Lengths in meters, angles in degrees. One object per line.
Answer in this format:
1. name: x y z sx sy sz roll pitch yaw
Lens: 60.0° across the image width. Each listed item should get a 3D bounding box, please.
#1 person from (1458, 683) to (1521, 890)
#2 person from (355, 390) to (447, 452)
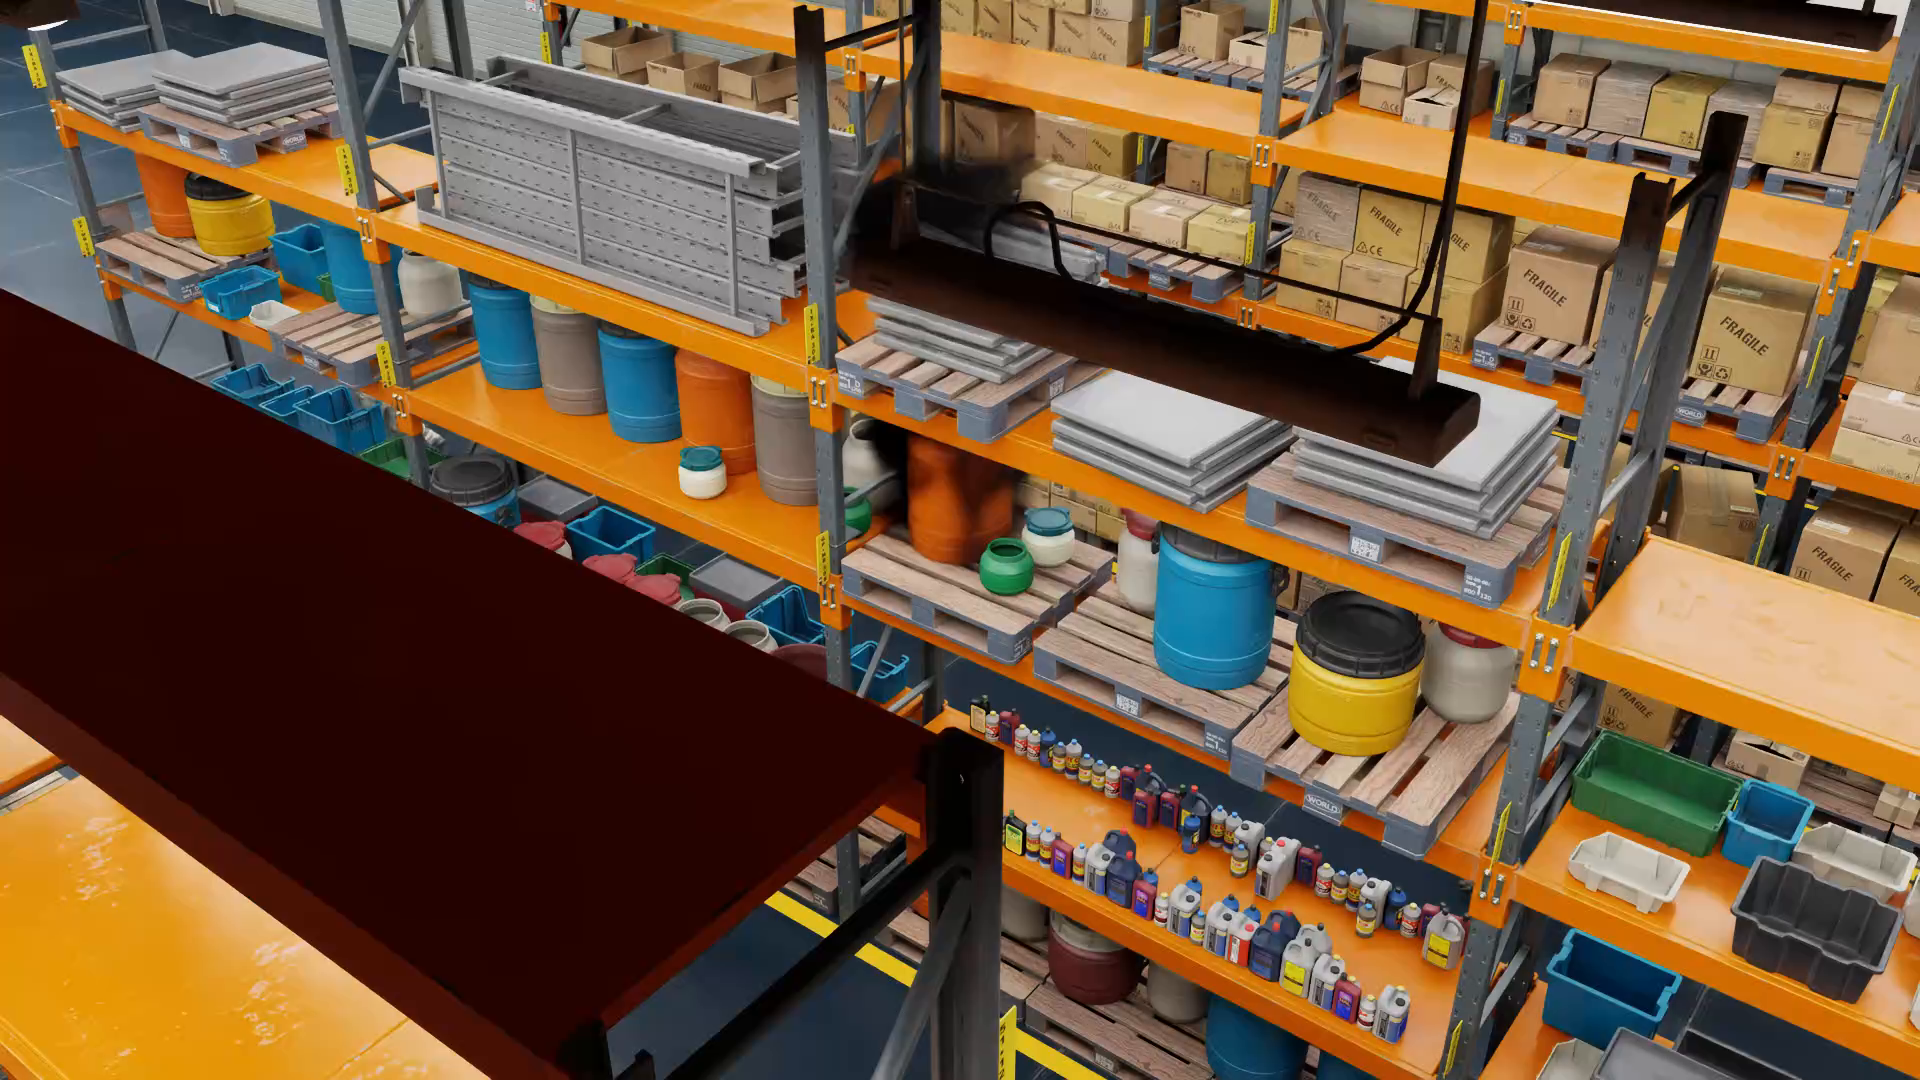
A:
1. person: 3.447 1.642 10.798 0.637 1.528 0.538 22 38 32
2. person: -5.492 -1.400 15.902 0.994 1.769 0.665 8 32 13
